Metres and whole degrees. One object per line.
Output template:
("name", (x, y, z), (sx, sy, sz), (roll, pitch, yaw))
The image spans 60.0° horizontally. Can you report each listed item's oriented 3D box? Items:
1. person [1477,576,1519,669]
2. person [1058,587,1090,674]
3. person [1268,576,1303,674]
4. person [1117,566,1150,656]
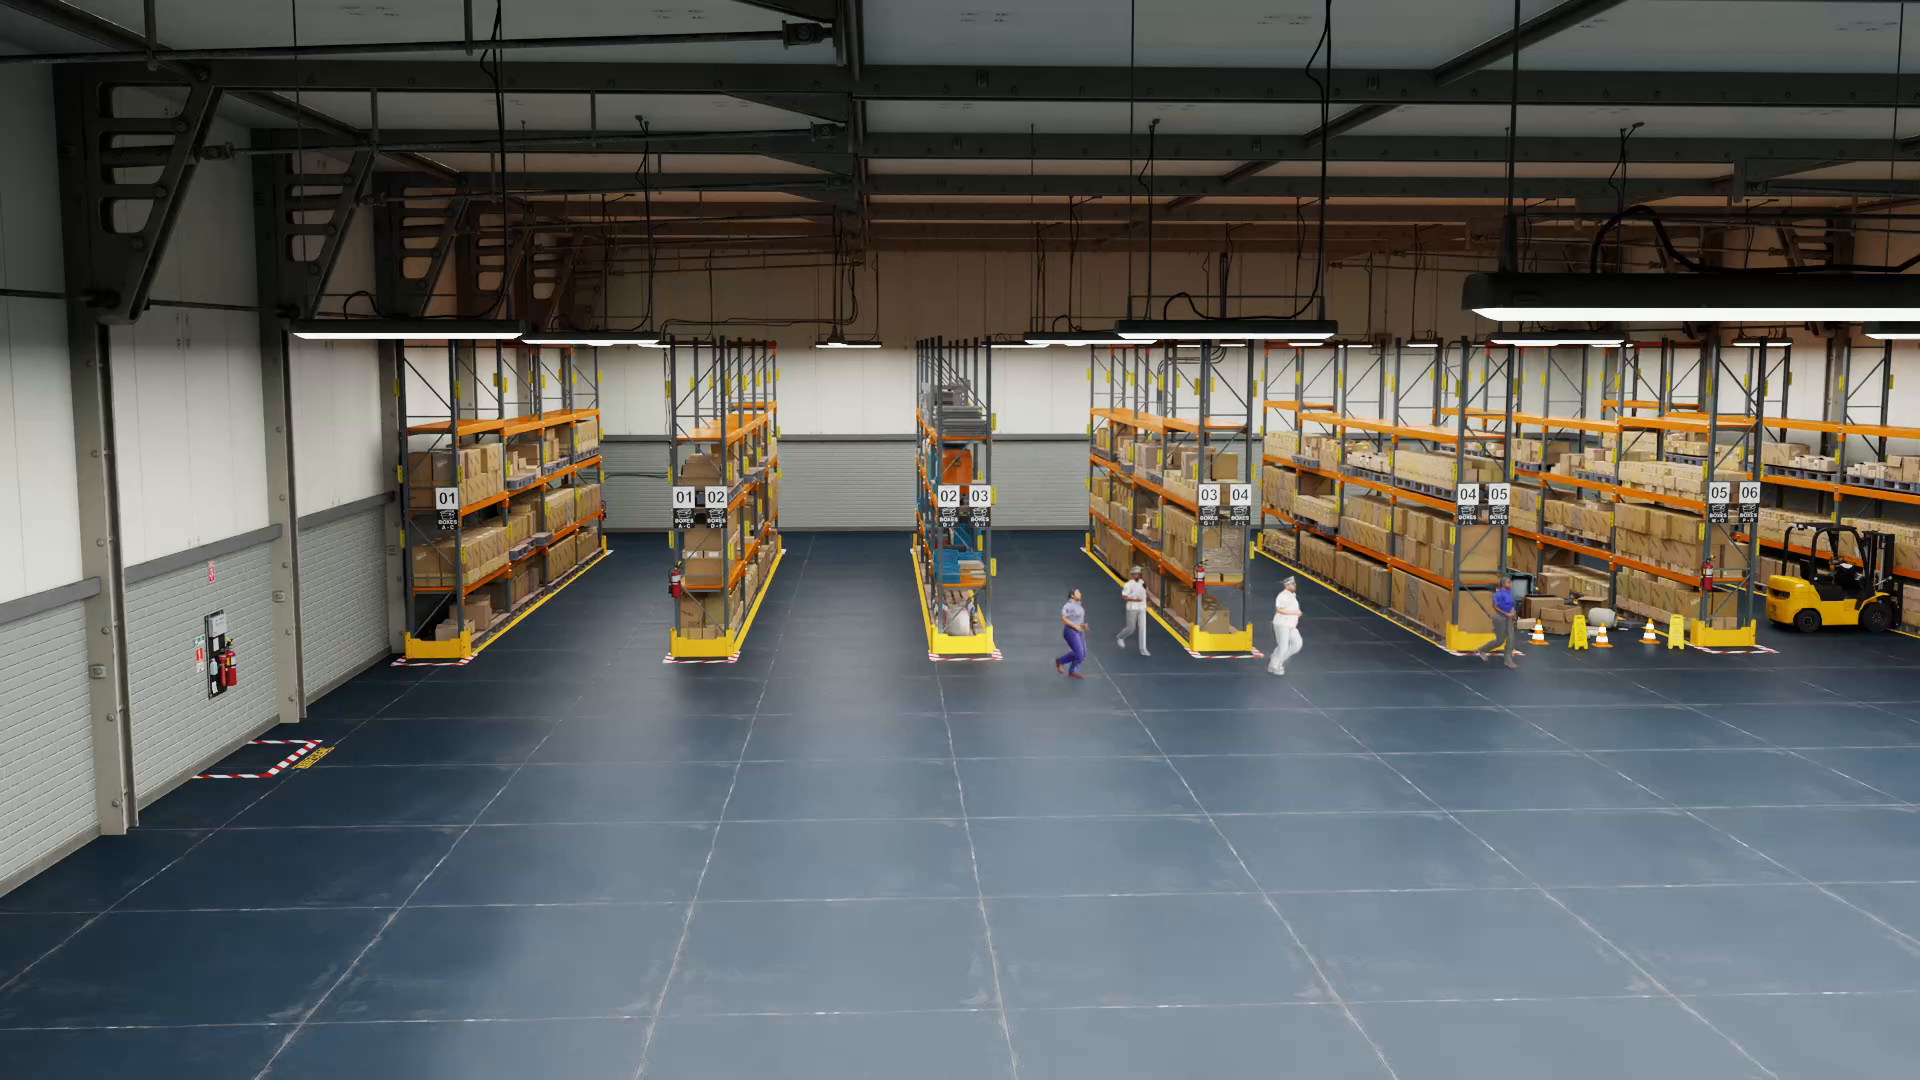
("person", (9.854, 1.485, 30.298), (0.600, 1.655, 0.769), (-6, 9, -44))
("person", (1.991, 1.597, 29.126), (0.496, 1.521, 0.596), (3, 7, 24))
("person", (5.868, 1.512, 29.575), (0.632, 1.751, 0.670), (5, 8, 38))
("person", (3.364, 1.313, 31.471), (0.610, 1.654, 0.981), (-3, 7, -22))
